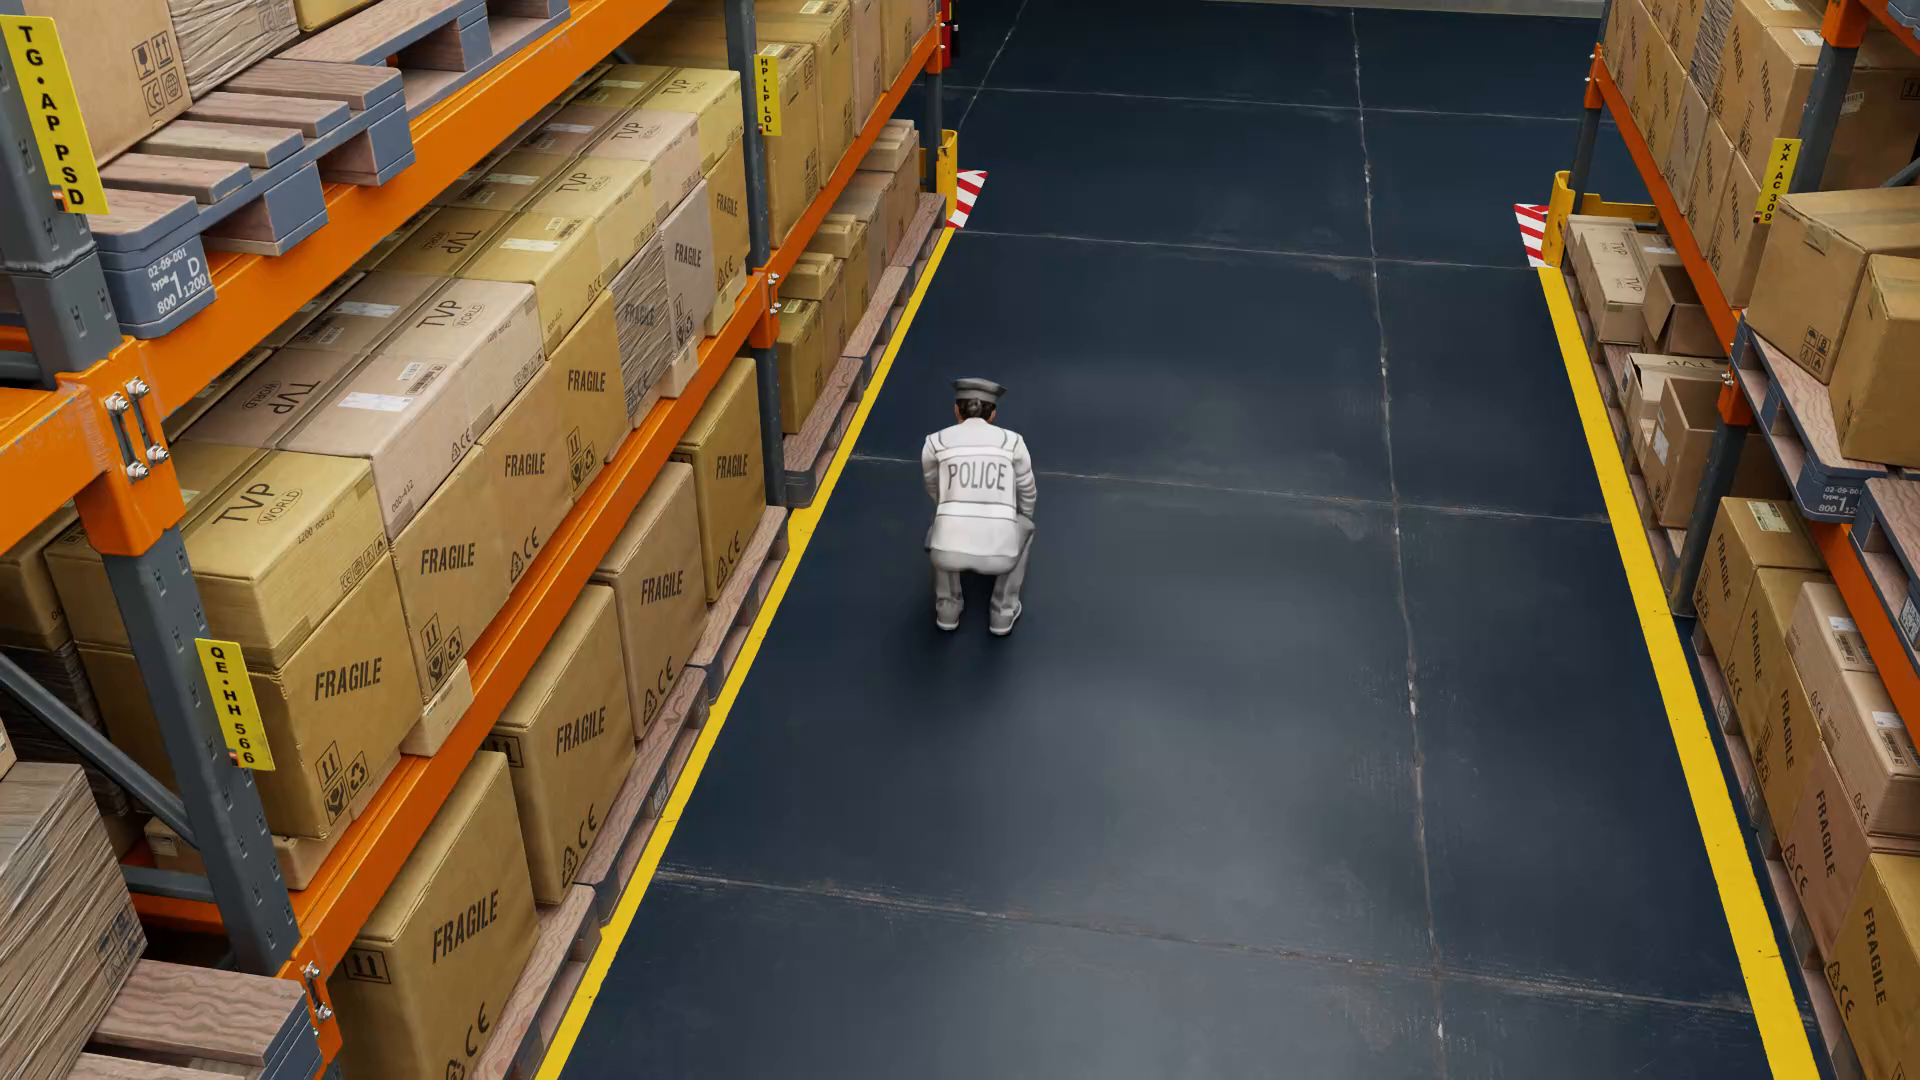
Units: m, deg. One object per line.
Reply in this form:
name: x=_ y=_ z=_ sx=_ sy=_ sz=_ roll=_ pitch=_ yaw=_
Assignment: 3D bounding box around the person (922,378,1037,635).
person: x=0.068 y=-0.146 z=7.014 sx=0.490 sy=0.974 sz=0.819 roll=5 pitch=33 yaw=8
